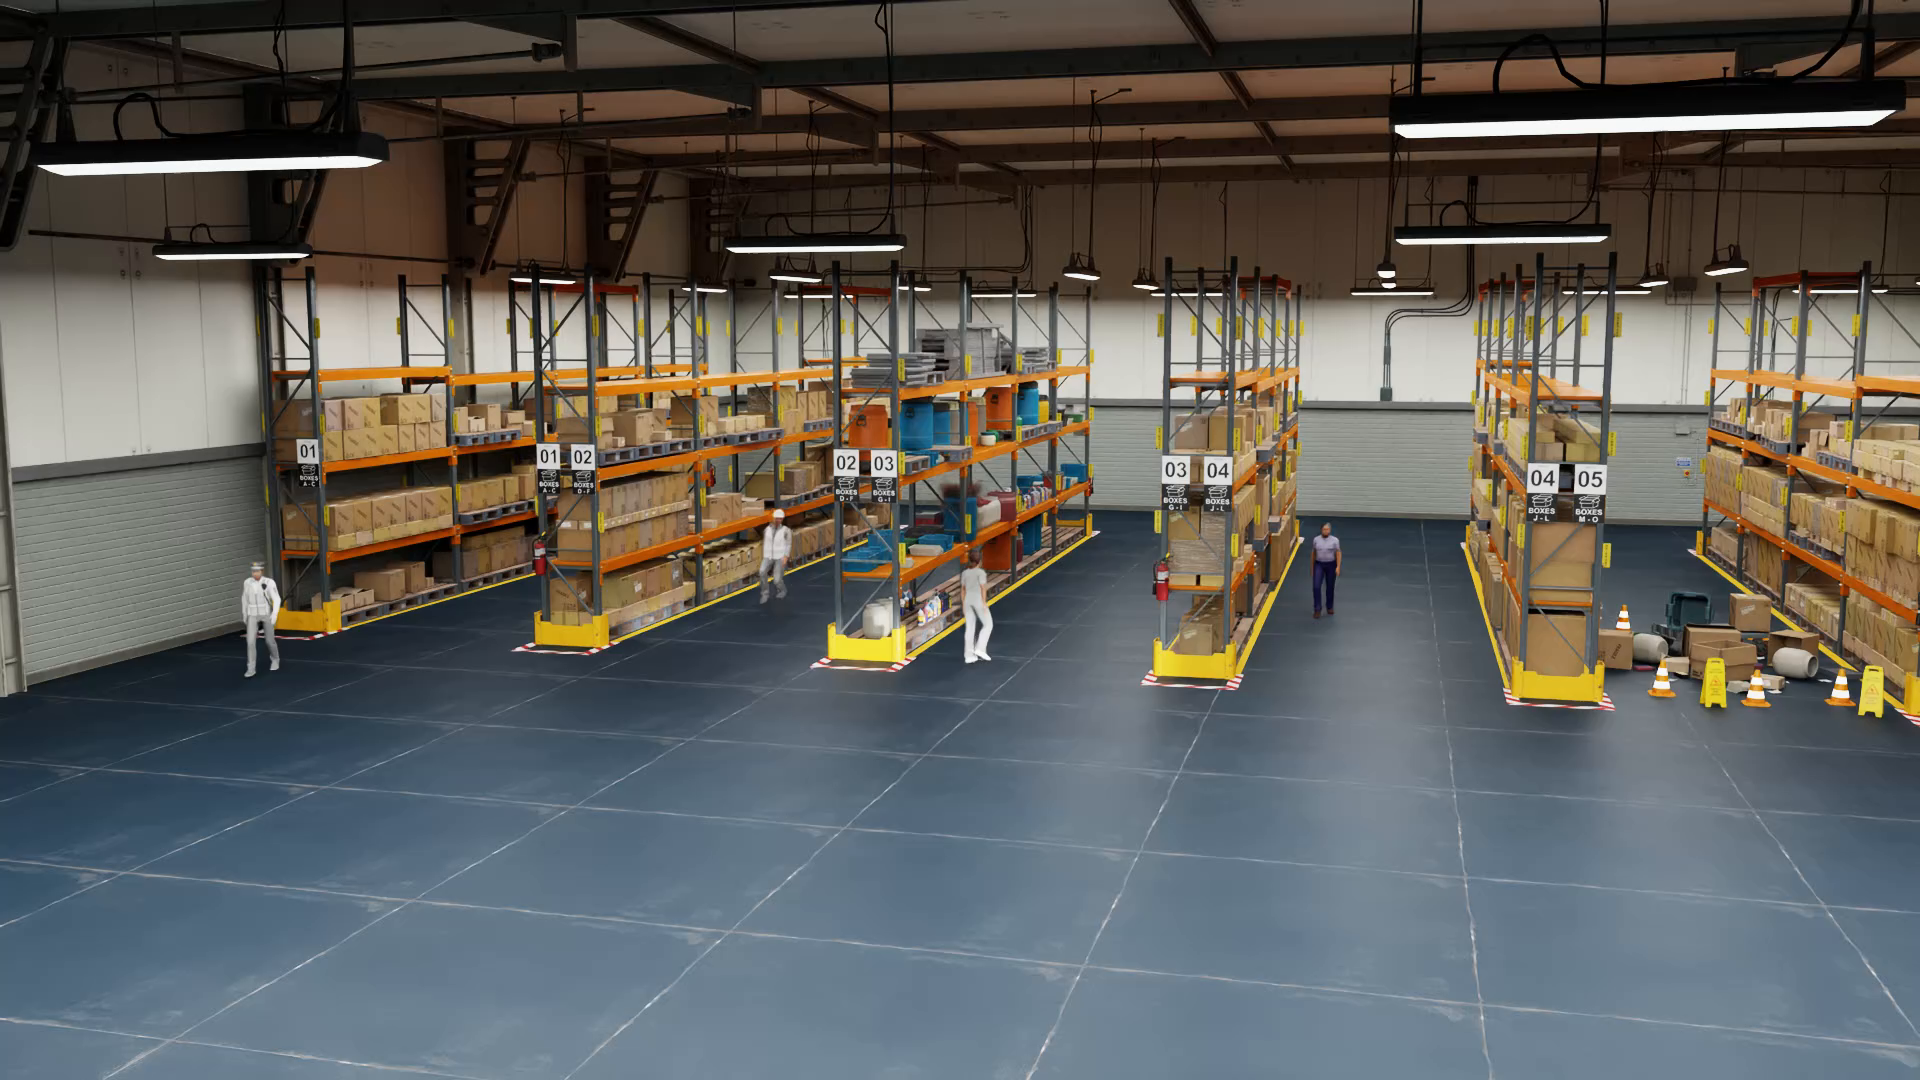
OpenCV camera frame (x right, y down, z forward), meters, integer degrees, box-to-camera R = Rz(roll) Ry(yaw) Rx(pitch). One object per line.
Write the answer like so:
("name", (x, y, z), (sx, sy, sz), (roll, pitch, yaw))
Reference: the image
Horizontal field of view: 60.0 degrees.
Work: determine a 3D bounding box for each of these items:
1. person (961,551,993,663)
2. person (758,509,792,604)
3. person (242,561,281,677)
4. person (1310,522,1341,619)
("person", (0.213, 1.002, 25.021), (0.483, 1.656, 0.515), (4, 8, 28))
("person", (-3.264, 0.278, 29.180), (0.564, 1.613, 0.666), (1, 7, 10))
("person", (-10.164, 1.120, 24.191), (0.551, 1.662, 0.735), (-2, 7, -13))
("person", (6.381, 0.519, 29.042), (0.534, 1.669, 0.644), (2, 8, 16))
